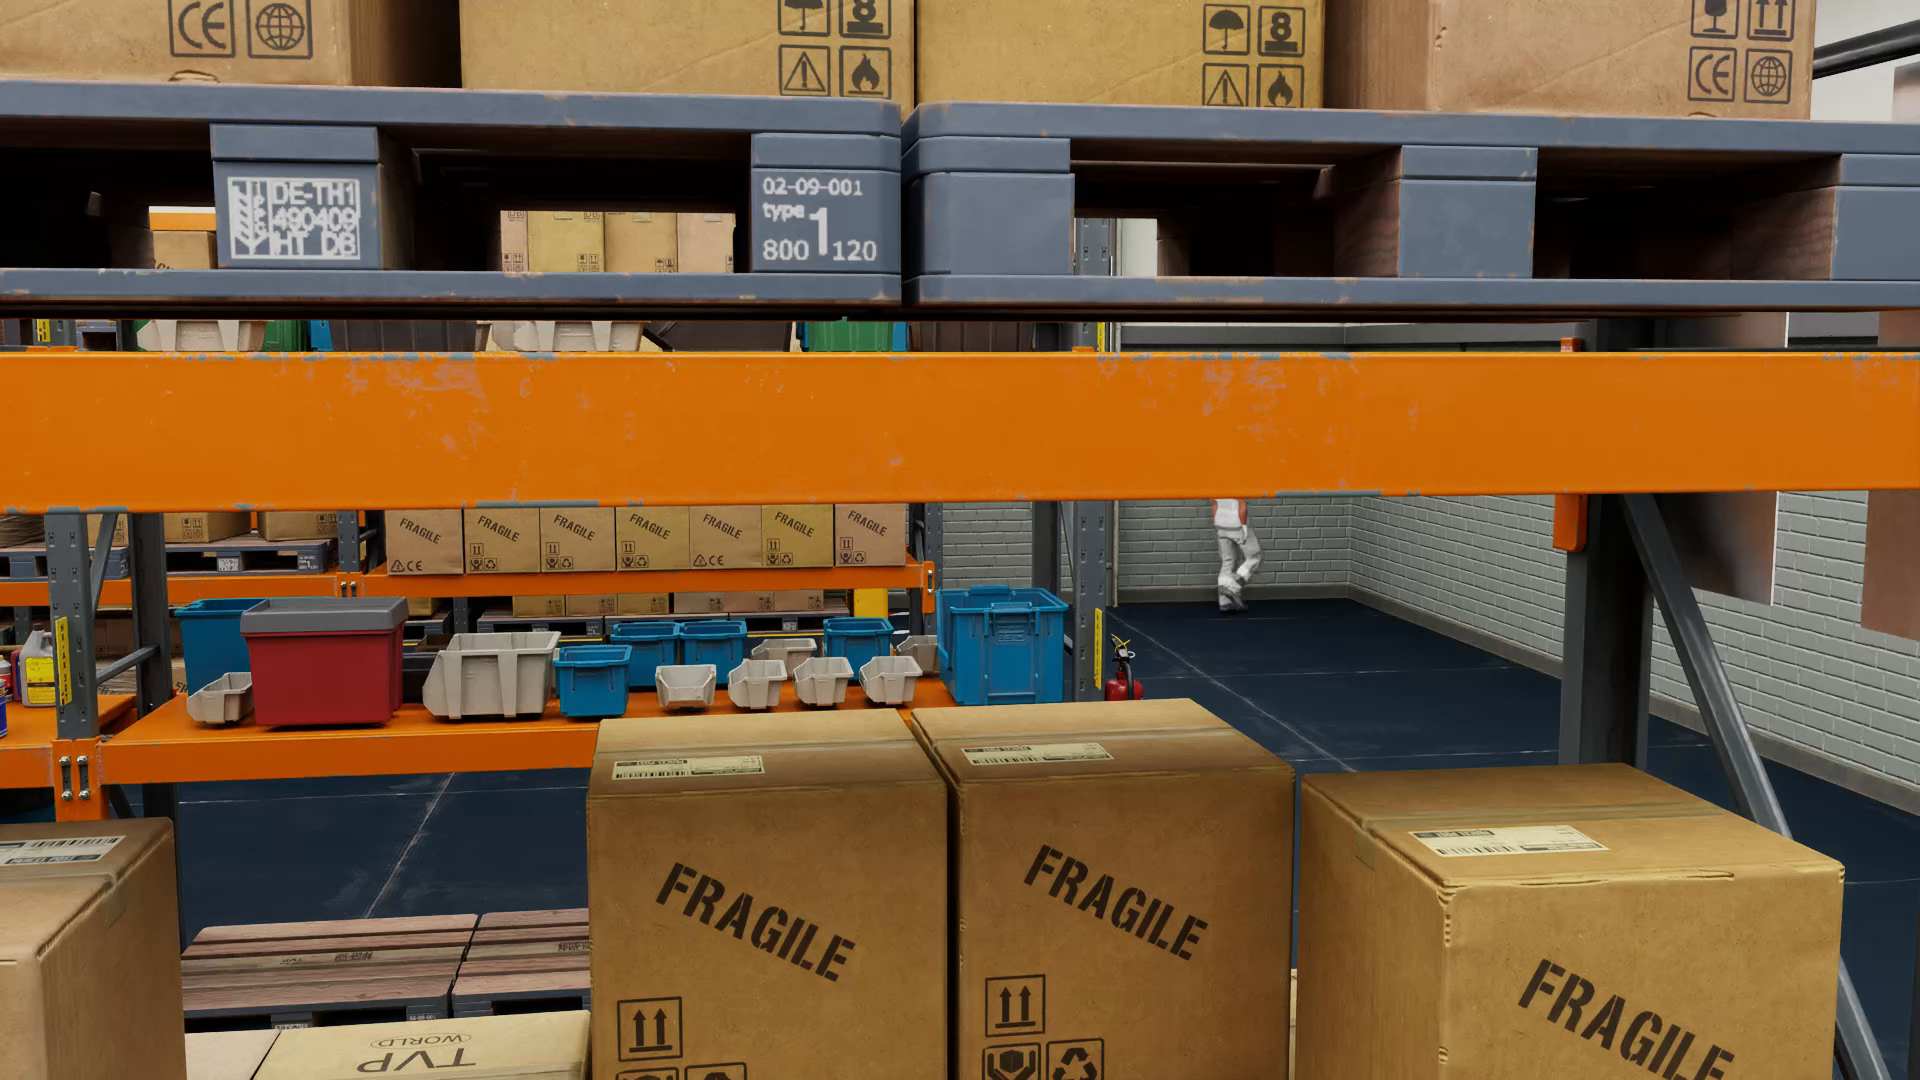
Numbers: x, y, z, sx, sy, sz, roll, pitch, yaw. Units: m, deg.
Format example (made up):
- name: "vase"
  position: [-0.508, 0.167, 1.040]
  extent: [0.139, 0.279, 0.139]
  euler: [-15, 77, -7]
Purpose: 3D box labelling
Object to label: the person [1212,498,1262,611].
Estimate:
- name: "person"
  position: [2.959, -0.131, 17.973]
  extent: [0.454, 1.783, 0.582]
  euler: [-4, 8, -34]
